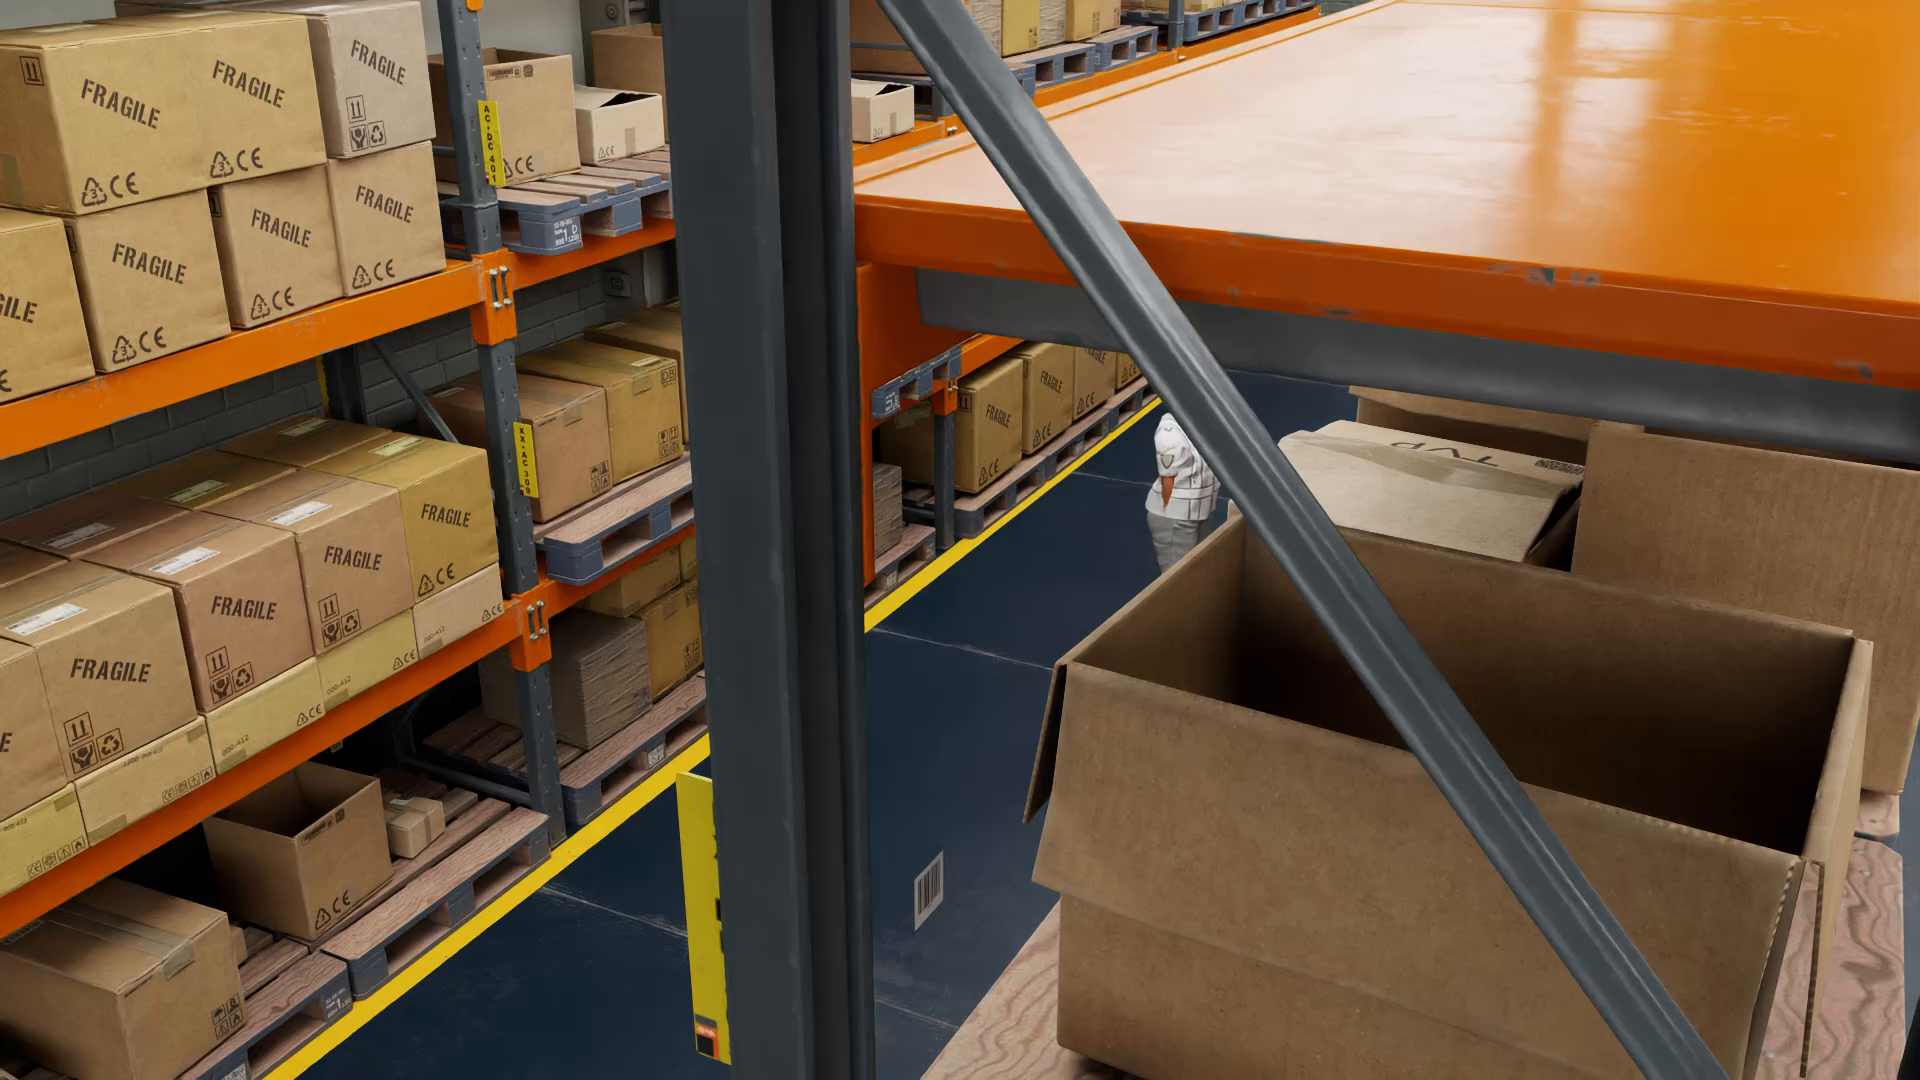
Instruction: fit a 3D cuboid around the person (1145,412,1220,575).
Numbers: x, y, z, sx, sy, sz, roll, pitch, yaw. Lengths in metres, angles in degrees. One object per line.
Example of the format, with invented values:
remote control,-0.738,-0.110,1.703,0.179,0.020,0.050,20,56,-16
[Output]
person,1.272,-0.147,9.459,0.390,1.657,0.471,12,26,26
